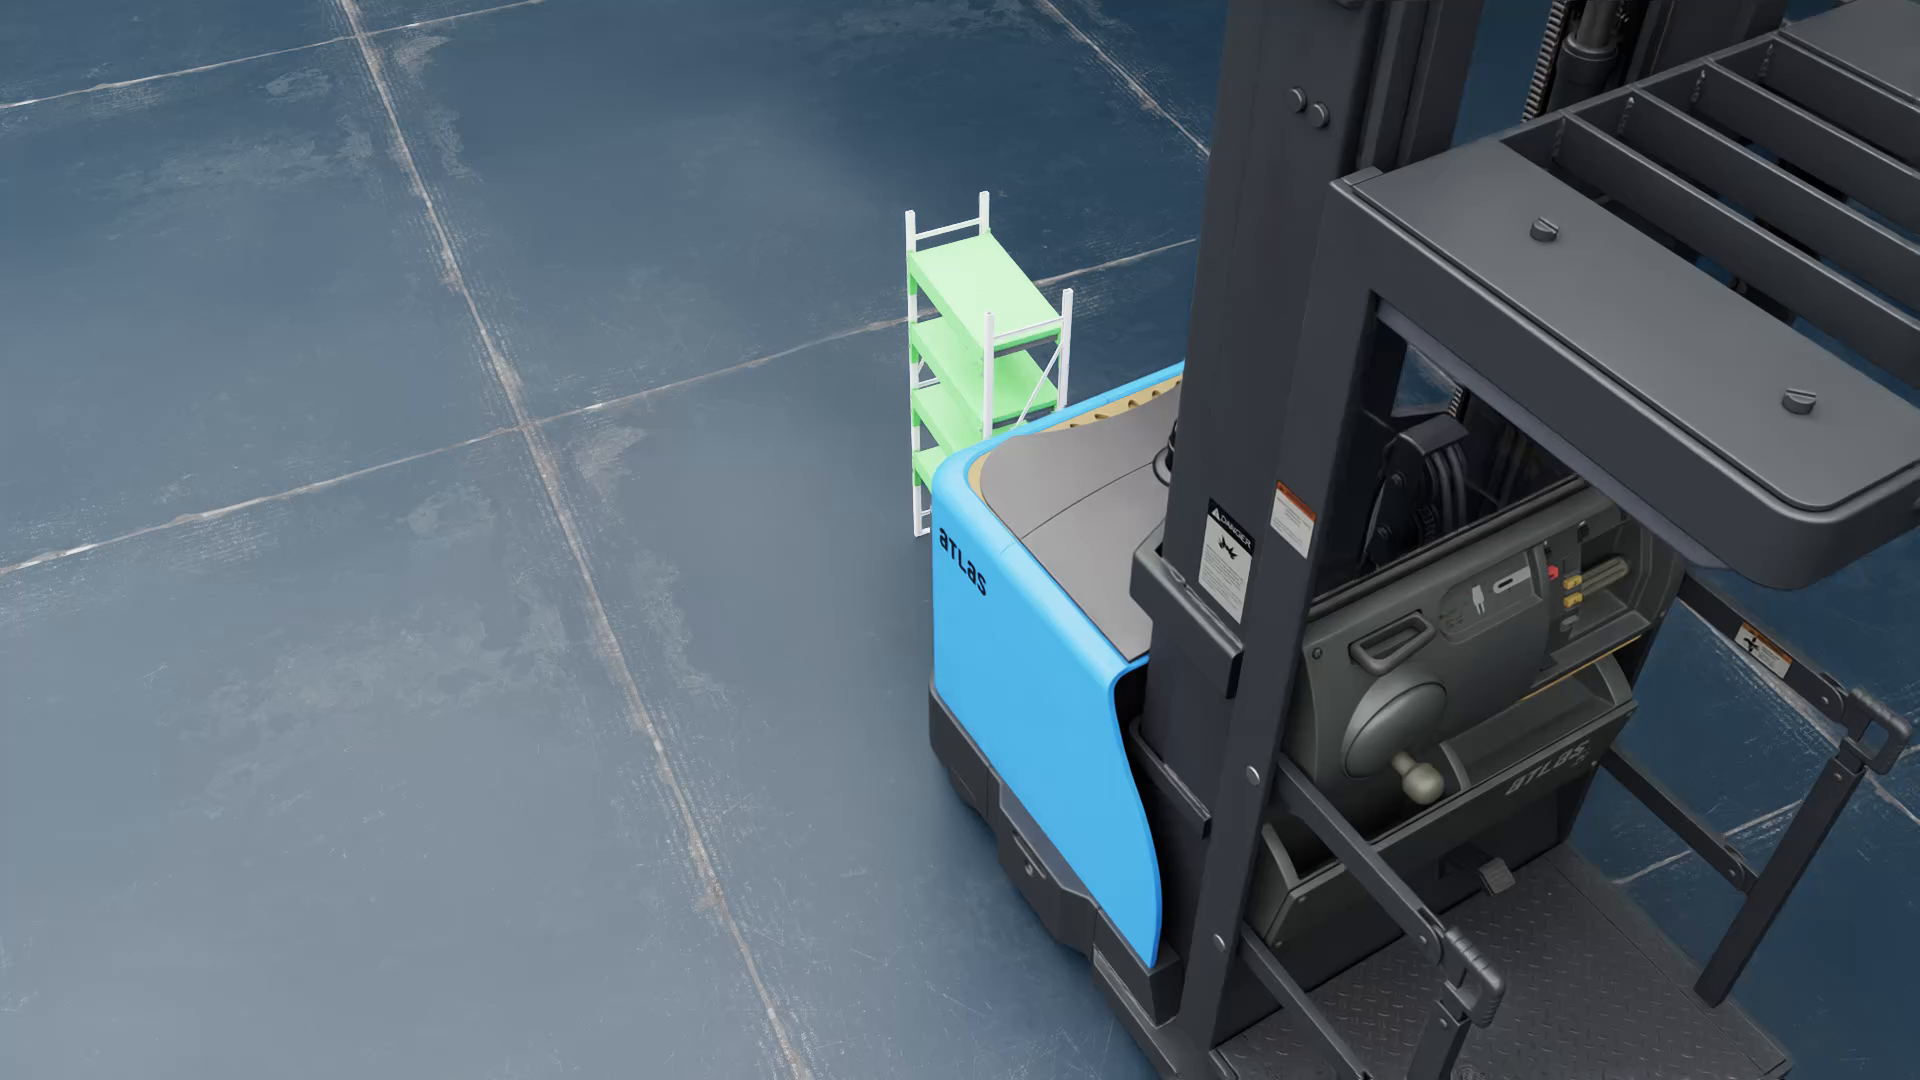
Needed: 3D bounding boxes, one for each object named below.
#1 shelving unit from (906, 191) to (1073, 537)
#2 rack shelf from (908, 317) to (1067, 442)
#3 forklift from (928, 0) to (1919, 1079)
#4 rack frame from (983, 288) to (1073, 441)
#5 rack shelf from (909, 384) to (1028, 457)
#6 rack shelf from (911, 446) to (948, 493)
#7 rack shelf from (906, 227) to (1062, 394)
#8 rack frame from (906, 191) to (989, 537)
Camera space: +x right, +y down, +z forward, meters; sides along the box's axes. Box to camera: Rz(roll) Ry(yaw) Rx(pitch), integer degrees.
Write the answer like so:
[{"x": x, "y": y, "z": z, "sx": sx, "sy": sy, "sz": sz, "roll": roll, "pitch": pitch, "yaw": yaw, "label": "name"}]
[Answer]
[{"x": 0.070, "y": -0.322, "z": 4.722, "sx": 0.258, "sy": 1.200, "sz": 0.503, "roll": -18, "pitch": 47, "yaw": -17, "label": "shelving unit"}, {"x": 0.070, "y": -0.447, "z": 4.598, "sx": 0.258, "sy": 0.148, "sz": 0.480, "roll": -18, "pitch": 47, "yaw": -17, "label": "rack shelf"}, {"x": 1.106, "y": 0.249, "z": 2.911, "sx": 1.130, "sy": 2.935, "sz": 3.031, "roll": -23, "pitch": 49, "yaw": -22, "label": "forklift"}, {"x": 0.172, "y": -0.166, "z": 4.564, "sx": 0.240, "sy": 1.200, "sz": 0.015, "roll": -18, "pitch": 47, "yaw": -17, "label": "rack frame"}, {"x": 0.070, "y": -0.276, "z": 4.767, "sx": 0.258, "sy": 0.148, "sz": 0.480, "roll": -18, "pitch": 47, "yaw": -17, "label": "rack shelf"}, {"x": 0.070, "y": -0.105, "z": 4.935, "sx": 0.258, "sy": 0.148, "sz": 0.480, "roll": -18, "pitch": 47, "yaw": -17, "label": "rack shelf"}, {"x": 0.070, "y": -0.618, "z": 4.429, "sx": 0.258, "sy": 0.148, "sz": 0.480, "roll": -18, "pitch": 47, "yaw": -17, "label": "rack shelf"}, {"x": -0.033, "y": -0.477, "z": 4.879, "sx": 0.240, "sy": 1.200, "sz": 0.015, "roll": -18, "pitch": 47, "yaw": -17, "label": "rack frame"}]
